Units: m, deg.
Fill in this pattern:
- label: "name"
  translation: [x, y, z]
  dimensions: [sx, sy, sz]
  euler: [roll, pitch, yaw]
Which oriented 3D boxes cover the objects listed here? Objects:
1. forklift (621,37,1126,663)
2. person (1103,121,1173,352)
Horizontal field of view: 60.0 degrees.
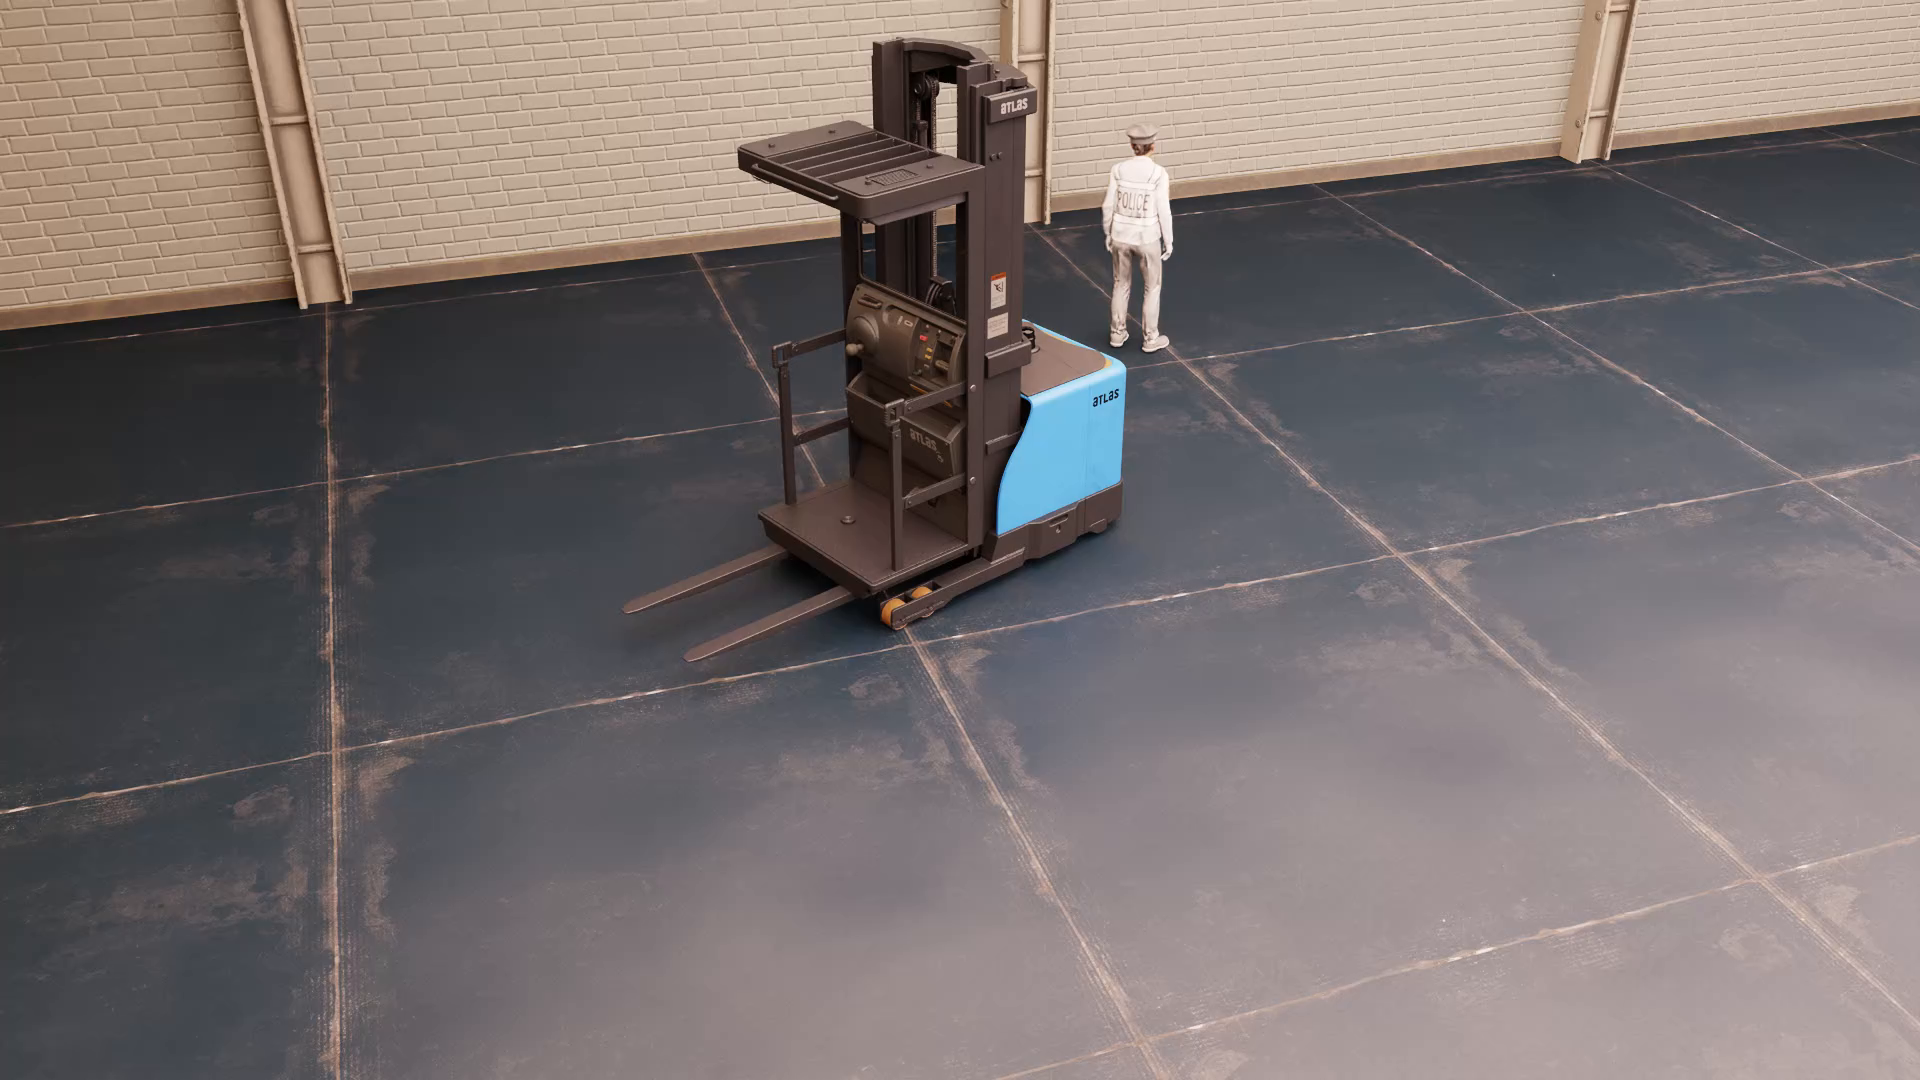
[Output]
- label: "forklift"
  translation: [-0.461, -1.072, 8.951]
  dimensions: [3.031, 2.935, 1.130]
  euler: [-23, 37, -34]
- label: "person"
  translation: [1.301, -2.199, 12.182]
  dimensions: [0.528, 1.664, 0.373]
  euler: [13, 32, 22]
